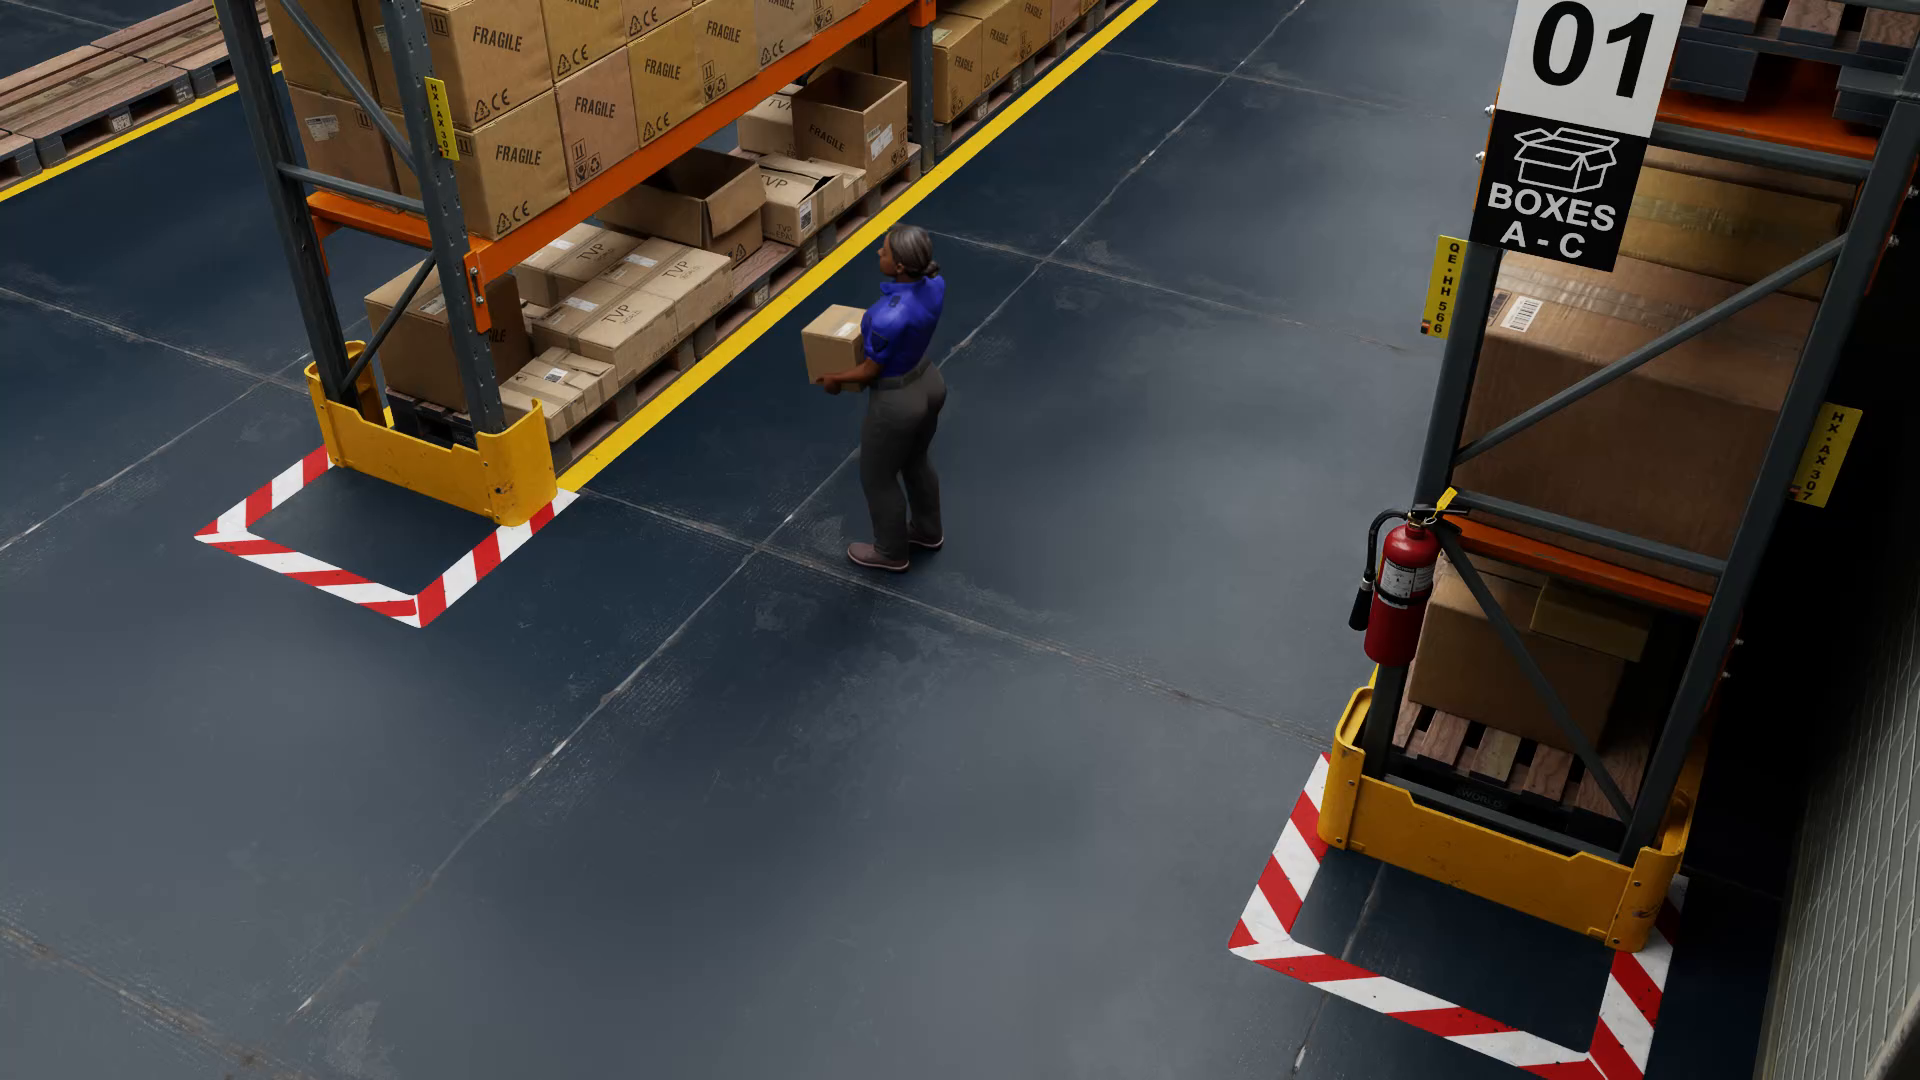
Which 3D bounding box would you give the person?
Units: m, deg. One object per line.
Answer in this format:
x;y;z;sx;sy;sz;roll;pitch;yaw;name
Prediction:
-0.309;-0.600;6.928;0.517;1.647;0.450;19;42;22;person
